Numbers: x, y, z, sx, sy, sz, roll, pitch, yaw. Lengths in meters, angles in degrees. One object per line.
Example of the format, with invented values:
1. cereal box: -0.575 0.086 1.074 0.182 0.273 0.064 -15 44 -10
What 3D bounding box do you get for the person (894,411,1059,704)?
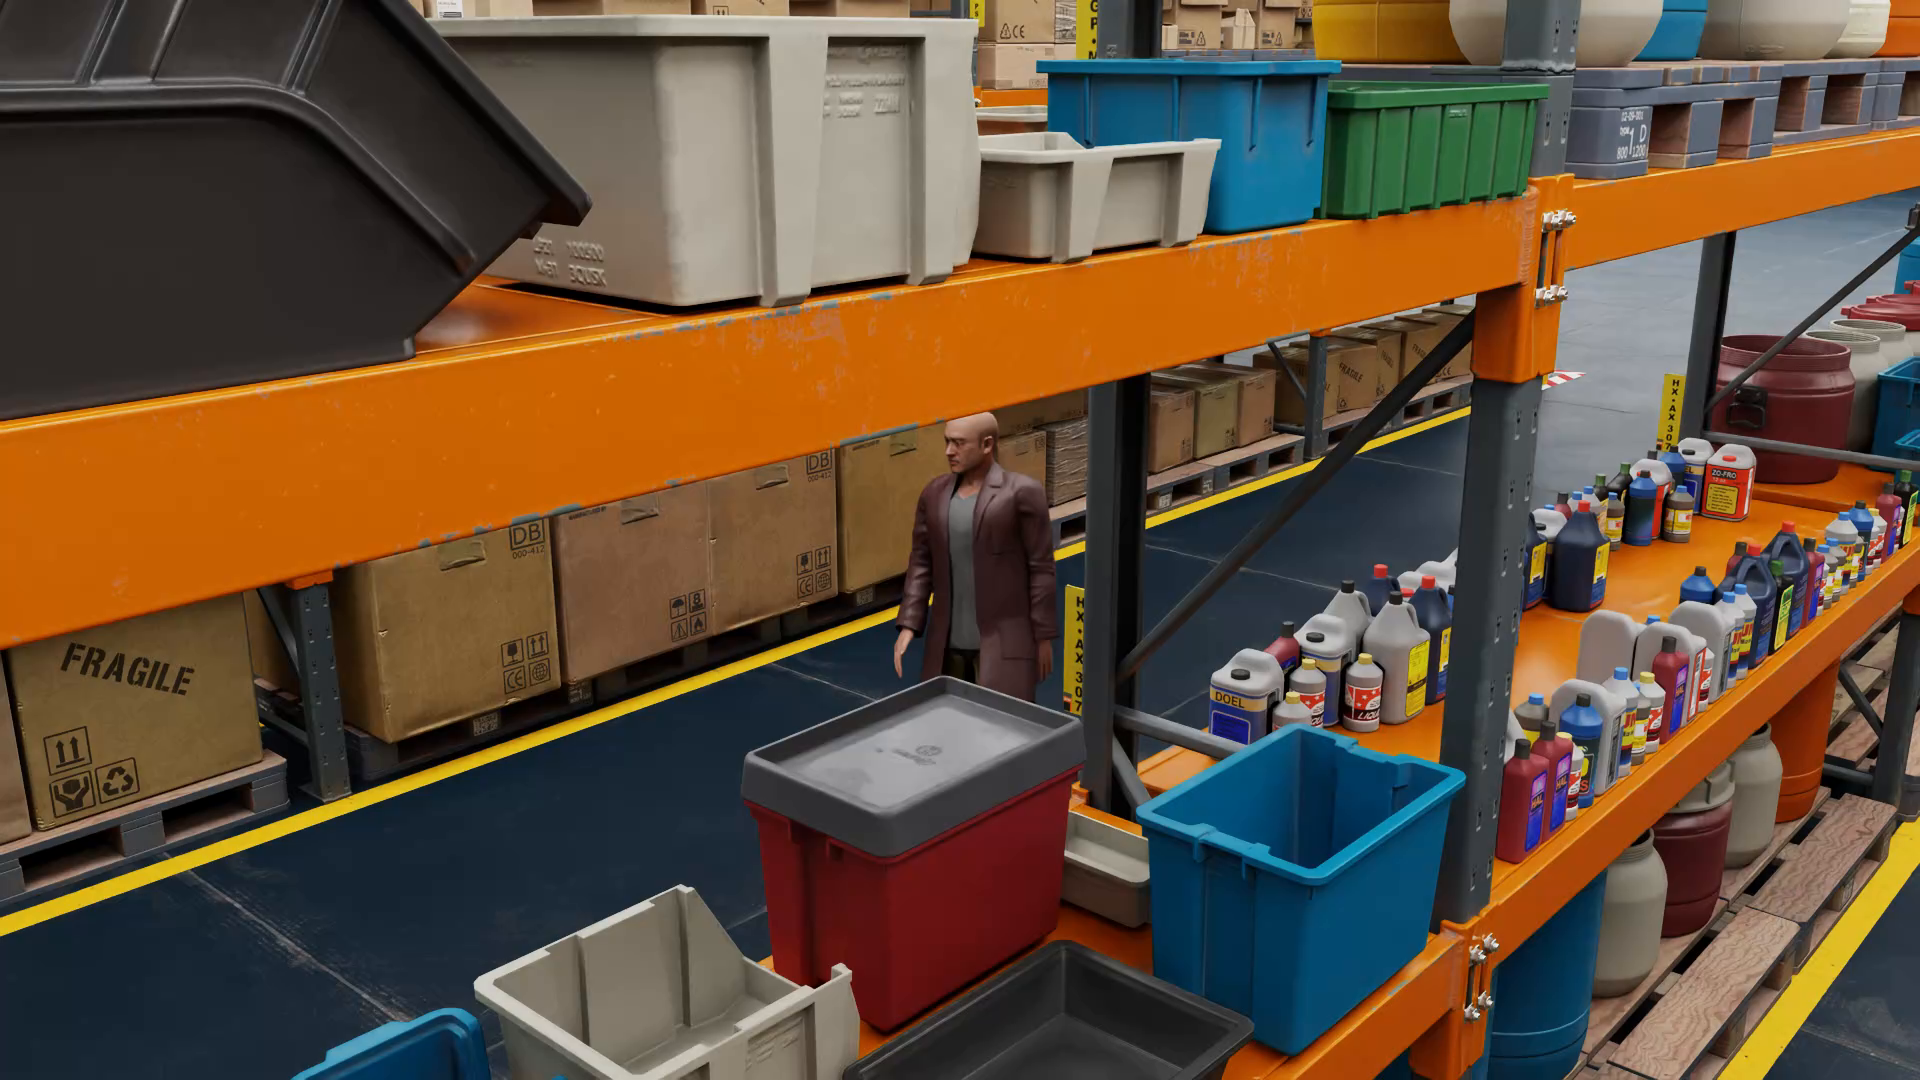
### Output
1. person: 0.015 0.400 6.200 0.636 1.773 0.694 10 19 29
